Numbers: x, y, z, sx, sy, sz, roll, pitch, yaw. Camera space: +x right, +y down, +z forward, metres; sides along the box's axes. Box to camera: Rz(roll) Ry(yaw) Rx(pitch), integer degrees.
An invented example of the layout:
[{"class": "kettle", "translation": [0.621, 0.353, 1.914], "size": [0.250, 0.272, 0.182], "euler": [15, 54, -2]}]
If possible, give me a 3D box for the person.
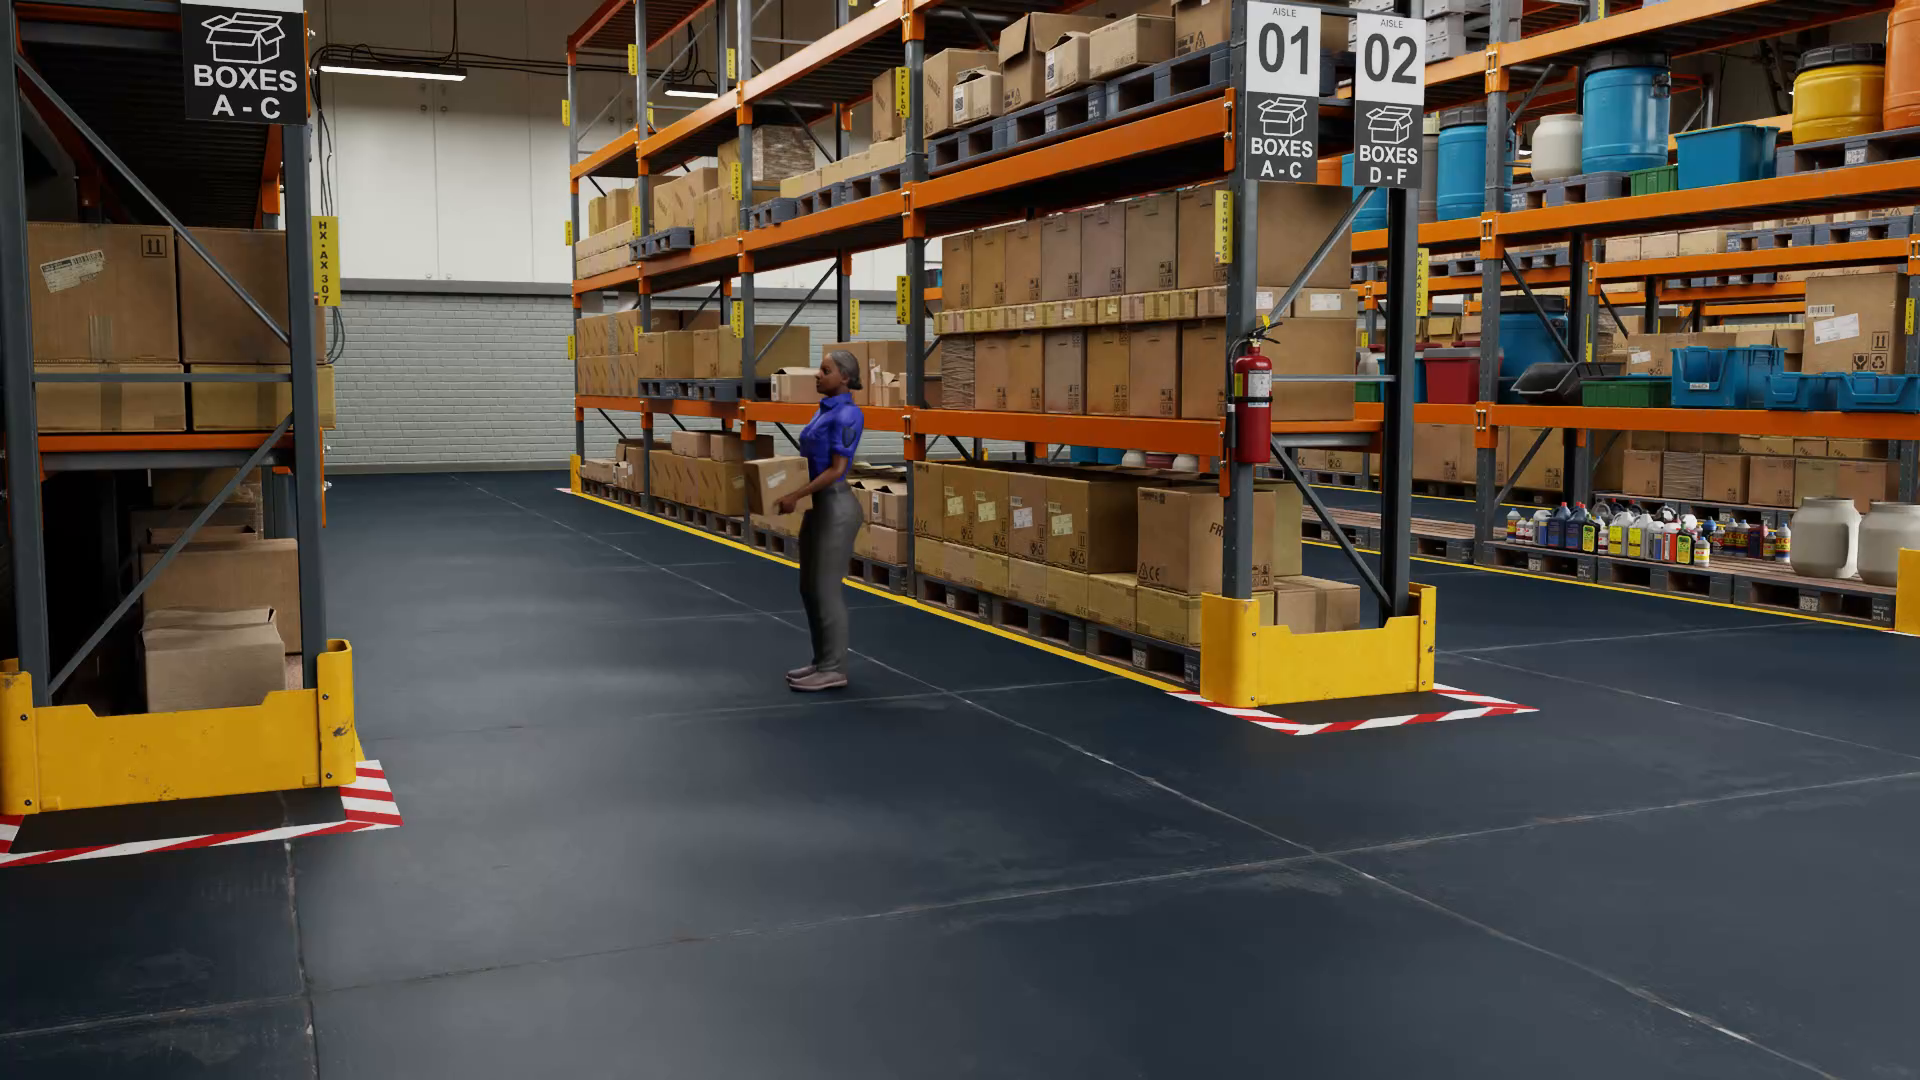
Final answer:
[{"class": "person", "translation": [-0.715, -0.103, 8.129], "size": [0.512, 1.649, 0.452], "euler": [-2, 6, -24]}]
